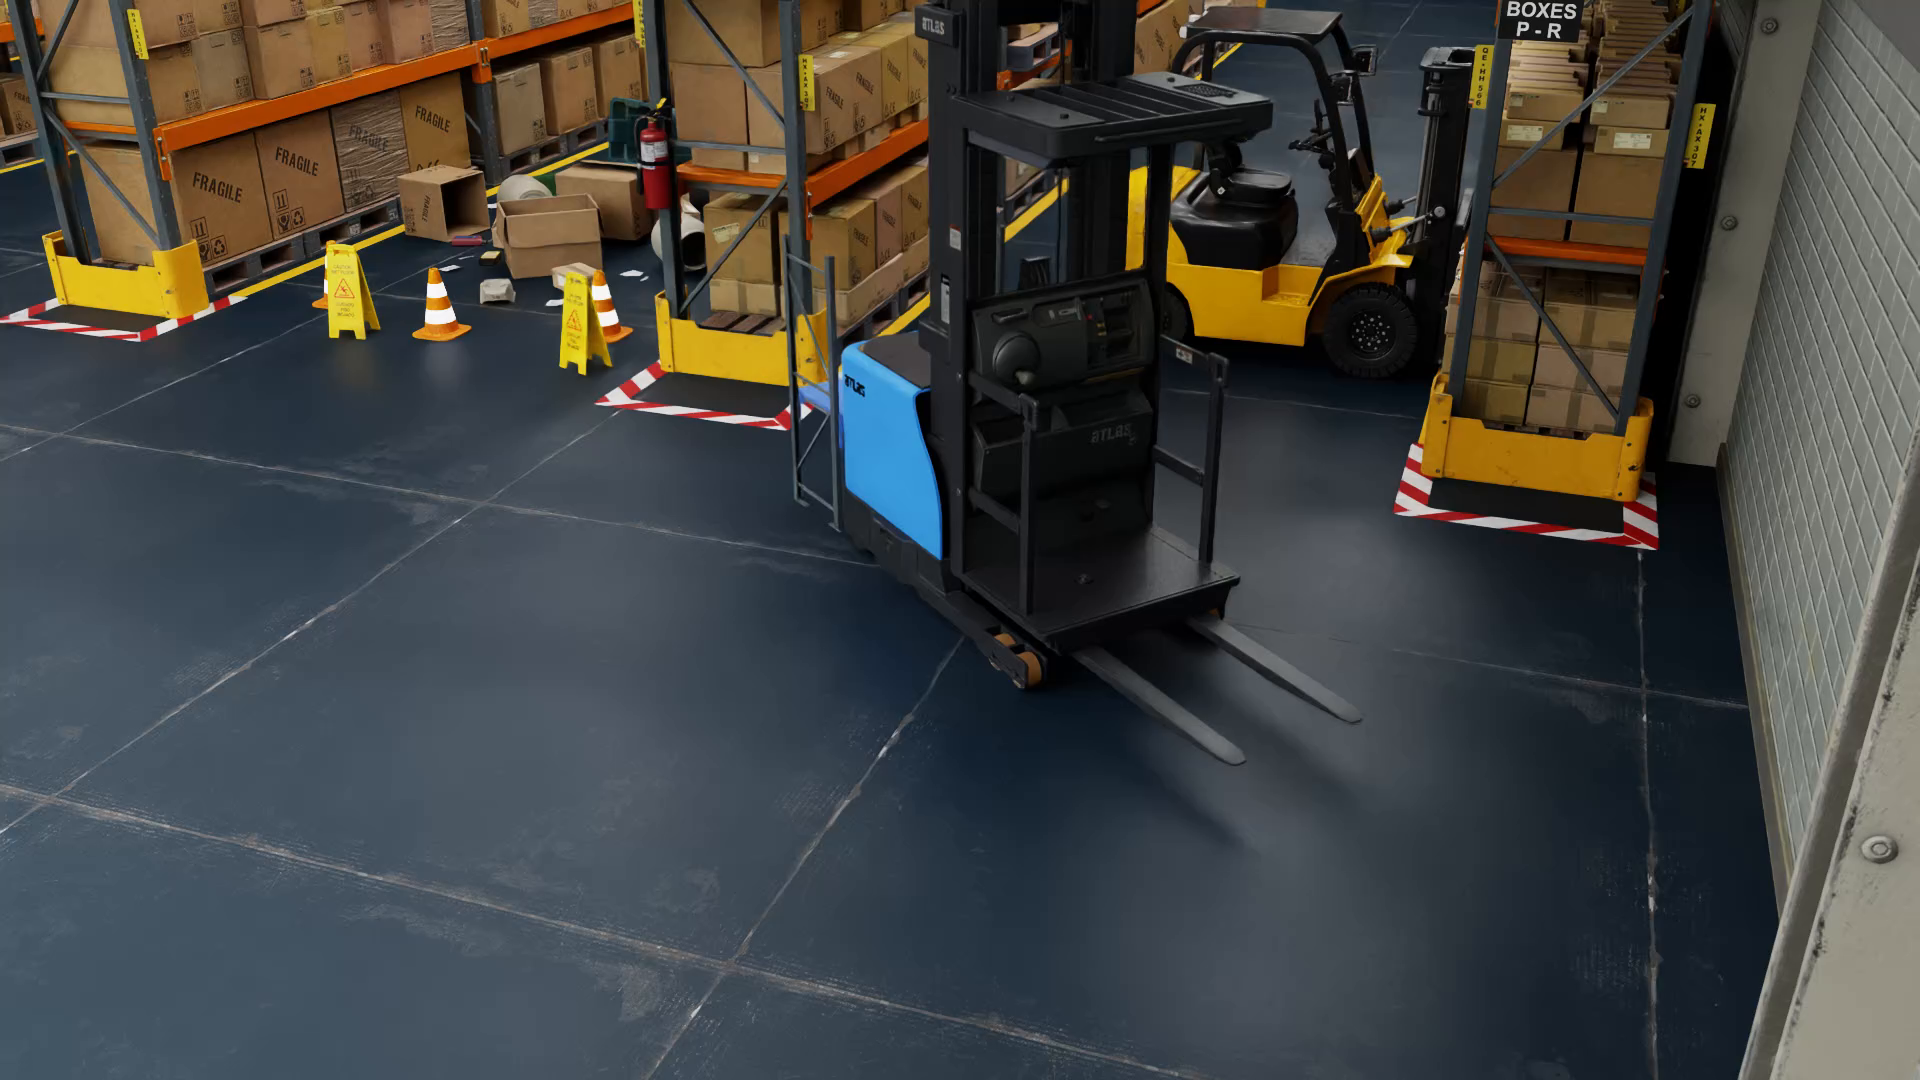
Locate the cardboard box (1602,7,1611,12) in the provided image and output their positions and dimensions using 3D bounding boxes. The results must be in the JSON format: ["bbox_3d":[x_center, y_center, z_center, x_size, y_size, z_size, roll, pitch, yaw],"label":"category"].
[{"bbox_3d":[5.035,-3.914,12.533,0.380,0.149,0.250,8,27,16],"label":"cardboard box"}]

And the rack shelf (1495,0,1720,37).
[{"bbox_3d":[3.912,-3.565,10.055,1.077,0.370,4.000,9,27,17],"label":"rack shelf"}]

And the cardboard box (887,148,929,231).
[{"bbox_3d":[-0.385,-2.667,12.629,0.500,0.500,0.500,10,28,20],"label":"cardboard box"}]

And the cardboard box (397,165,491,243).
[{"bbox_3d":[-4.355,-2.845,14.049,0.500,0.500,0.500,14,29,26],"label":"cardboard box"}]

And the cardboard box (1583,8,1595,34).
[{"bbox_3d":[4.206,-3.621,11.586,0.380,0.149,0.250,9,27,18],"label":"cardboard box"}]

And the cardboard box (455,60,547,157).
[{"bbox_3d":[-4.684,-4.200,16.083,1.050,0.750,0.750,9,27,17],"label":"cardboard box"}]

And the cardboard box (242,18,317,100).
[{"bbox_3d":[-5.589,-3.780,12.942,0.875,0.550,0.550,9,27,17],"label":"cardboard box"}]

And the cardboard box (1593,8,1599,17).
[{"bbox_3d":[5.346,-4.104,13.383,0.500,0.250,0.500,8,27,16],"label":"cardboard box"}]

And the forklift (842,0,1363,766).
[{"bbox_3d":[0.577,-0.887,7.219,1.130,2.935,3.031,-15,29,-27],"label":"forklift"}]

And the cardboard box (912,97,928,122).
[{"bbox_3d":[-0.424,-3.160,12.123,0.380,0.149,0.250,9,27,18],"label":"cardboard box"}]

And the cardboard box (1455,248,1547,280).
[{"bbox_3d":[3.270,-1.564,10.064,0.500,0.250,0.500,9,27,18],"label":"cardboard box"}]

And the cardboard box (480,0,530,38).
[{"bbox_3d":[-4.377,-4.978,15.474,0.500,0.500,0.500,9,27,18],"label":"cardboard box"}]

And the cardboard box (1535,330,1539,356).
[{"bbox_3d":[3.291,-1.344,10.183,0.500,0.250,0.500,8,27,17],"label":"cardboard box"}]

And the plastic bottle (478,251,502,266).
[{"bbox_3d":[-3.771,-2.273,13.375,0.133,0.061,0.283,0,26,-1],"label":"plastic bottle"}]

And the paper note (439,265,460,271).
[{"bbox_3d":[-4.028,-2.156,13.169,0.144,0.017,0.142,20,32,35],"label":"paper note"}]

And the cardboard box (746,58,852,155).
[{"bbox_3d":[-1.017,-2.769,10.571,0.500,0.500,0.500,8,27,17],"label":"cardboard box"}]

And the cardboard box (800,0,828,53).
[{"bbox_3d":[-1.296,-3.513,10.960,0.700,0.500,0.500,9,27,18],"label":"cardboard box"}]

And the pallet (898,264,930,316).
[{"bbox_3d":[-0.699,-2.040,12.721,1.003,0.211,1.213,9,27,17],"label":"pallet"}]

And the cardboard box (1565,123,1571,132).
[{"bbox_3d":[3.299,-2.444,9.497,0.380,0.149,0.250,9,27,18],"label":"cardboard box"}]

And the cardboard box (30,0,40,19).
[{"bbox_3d":[-9.244,-5.272,16.486,0.380,0.149,0.250,9,27,17],"label":"cardboard box"}]

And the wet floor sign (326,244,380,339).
[{"bbox_3d":[-4.280,-1.753,11.631,0.267,0.644,0.232,4,26,8],"label":"wet floor sign"}]

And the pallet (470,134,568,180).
[{"bbox_3d":[-4.620,-3.829,16.415,1.003,0.211,1.213,9,27,17],"label":"pallet"}]

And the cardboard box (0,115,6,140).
[{"bbox_3d":[-9.804,-4.185,16.339,0.500,0.500,0.500,19,32,34],"label":"cardboard box"}]

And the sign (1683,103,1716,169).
[{"bbox_3d":[3.768,-2.060,8.477,0.100,0.325,0.005,9,27,17],"label":"sign"}]

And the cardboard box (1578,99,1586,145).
[{"bbox_3d":[3.989,-2.350,10.047,0.500,0.500,0.500,8,27,17],"label":"cardboard box"}]

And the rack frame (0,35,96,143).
[{"bbox_3d":[-9.450,-5.516,16.701,1.000,3.000,0.127,9,27,17],"label":"rack frame"}]

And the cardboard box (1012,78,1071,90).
[{"bbox_3d":[1.029,-4.499,17.133,0.950,0.372,0.625,7,27,14],"label":"cardboard box"}]

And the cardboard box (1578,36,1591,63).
[{"bbox_3d":[3.771,-3.098,10.506,0.380,0.149,0.250,9,27,18],"label":"cardboard box"}]

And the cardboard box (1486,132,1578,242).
[{"bbox_3d":[3.162,-2.003,9.329,0.500,0.500,0.500,8,27,16],"label":"cardboard box"}]

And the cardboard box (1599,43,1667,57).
[{"bbox_3d":[4.101,-2.927,10.152,0.380,0.149,0.250,9,27,18],"label":"cardboard box"}]

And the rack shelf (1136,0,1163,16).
[{"bbox_3d":[1.892,-6.221,18.983,1.077,0.370,4.000,9,27,17],"label":"rack shelf"}]

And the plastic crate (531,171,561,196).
[{"bbox_3d":[-3.629,-3.255,15.190,0.662,0.188,0.450,-20,23,-36],"label":"plastic crate"}]

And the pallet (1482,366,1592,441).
[{"bbox_3d":[3.461,-0.783,10.124,1.003,0.211,1.213,9,27,17],"label":"pallet"}]

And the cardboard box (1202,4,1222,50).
[{"bbox_3d":[2.868,-6.645,21.491,0.875,0.438,0.875,8,27,17],"label":"cardboard box"}]

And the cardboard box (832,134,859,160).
[{"bbox_3d":[-0.892,-2.635,11.039,0.380,0.149,0.250,8,27,16],"label":"cardboard box"}]

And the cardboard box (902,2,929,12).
[{"bbox_3d":[-0.183,-3.827,12.756,0.500,0.500,0.500,10,27,19],"label":"cardboard box"}]

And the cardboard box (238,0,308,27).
[{"bbox_3d":[-5.567,-4.262,12.699,0.875,0.550,0.550,9,27,17],"label":"cardboard box"}]

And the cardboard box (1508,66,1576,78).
[{"bbox_3d":[3.281,-2.583,9.443,0.380,0.149,0.250,9,27,19],"label":"cardboard box"}]

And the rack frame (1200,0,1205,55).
[{"bbox_3d":[2.558,-7.367,20.523,1.000,3.000,0.127,9,27,17],"label":"rack frame"}]

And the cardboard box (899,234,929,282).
[{"bbox_3d":[-0.560,-2.113,12.346,0.500,0.250,0.500,11,28,21],"label":"cardboard box"}]

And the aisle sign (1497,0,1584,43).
[{"bbox_3d":[2.948,-2.903,8.320,0.394,0.787,0.004,9,27,17],"label":"aisle sign"}]

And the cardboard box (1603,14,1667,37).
[{"bbox_3d":[4.558,-3.449,11.231,0.380,0.149,0.250,8,27,17],"label":"cardboard box"}]

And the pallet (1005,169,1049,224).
[{"bbox_3d":[0.153,-3.144,15.002,1.003,0.211,1.213,9,27,17],"label":"pallet"}]

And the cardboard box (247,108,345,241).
[{"bbox_3d":[-5.683,-2.995,13.449,0.875,0.875,0.875,8,27,17],"label":"cardboard box"}]

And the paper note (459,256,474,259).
[{"bbox_3d":[-3.997,-2.288,13.464,0.123,0.001,0.032,-20,33,-36],"label":"paper note"}]

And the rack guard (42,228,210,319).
[{"bbox_3d":[-6.145,-1.977,12.259,1.175,0.500,0.348,9,27,17],"label":"rack guard"}]

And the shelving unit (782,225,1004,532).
[{"bbox_3d":[-0.343,-0.931,8.952,1.048,1.500,0.538,-16,30,-29],"label":"shelving unit"}]

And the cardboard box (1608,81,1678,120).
[{"bbox_3d":[3.707,-2.395,9.055,0.380,0.149,0.250,10,27,19],"label":"cardboard box"}]
